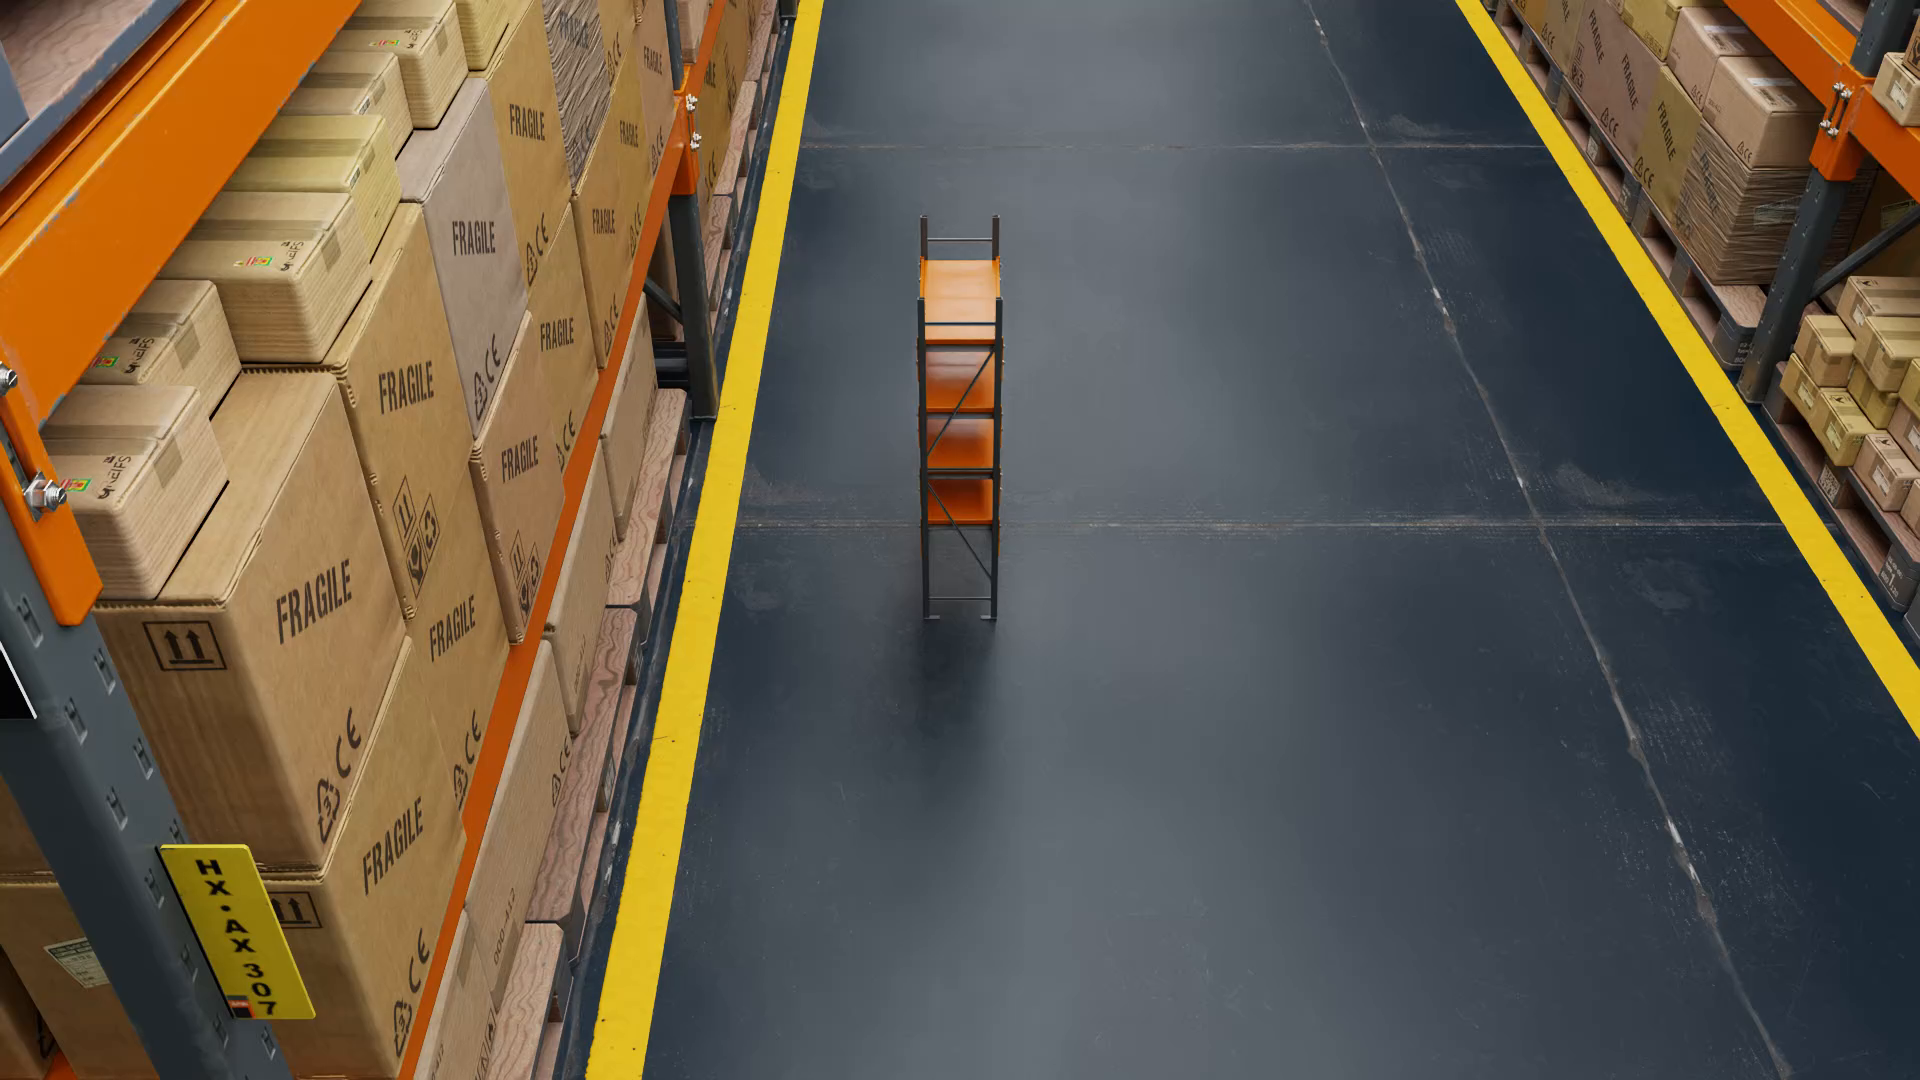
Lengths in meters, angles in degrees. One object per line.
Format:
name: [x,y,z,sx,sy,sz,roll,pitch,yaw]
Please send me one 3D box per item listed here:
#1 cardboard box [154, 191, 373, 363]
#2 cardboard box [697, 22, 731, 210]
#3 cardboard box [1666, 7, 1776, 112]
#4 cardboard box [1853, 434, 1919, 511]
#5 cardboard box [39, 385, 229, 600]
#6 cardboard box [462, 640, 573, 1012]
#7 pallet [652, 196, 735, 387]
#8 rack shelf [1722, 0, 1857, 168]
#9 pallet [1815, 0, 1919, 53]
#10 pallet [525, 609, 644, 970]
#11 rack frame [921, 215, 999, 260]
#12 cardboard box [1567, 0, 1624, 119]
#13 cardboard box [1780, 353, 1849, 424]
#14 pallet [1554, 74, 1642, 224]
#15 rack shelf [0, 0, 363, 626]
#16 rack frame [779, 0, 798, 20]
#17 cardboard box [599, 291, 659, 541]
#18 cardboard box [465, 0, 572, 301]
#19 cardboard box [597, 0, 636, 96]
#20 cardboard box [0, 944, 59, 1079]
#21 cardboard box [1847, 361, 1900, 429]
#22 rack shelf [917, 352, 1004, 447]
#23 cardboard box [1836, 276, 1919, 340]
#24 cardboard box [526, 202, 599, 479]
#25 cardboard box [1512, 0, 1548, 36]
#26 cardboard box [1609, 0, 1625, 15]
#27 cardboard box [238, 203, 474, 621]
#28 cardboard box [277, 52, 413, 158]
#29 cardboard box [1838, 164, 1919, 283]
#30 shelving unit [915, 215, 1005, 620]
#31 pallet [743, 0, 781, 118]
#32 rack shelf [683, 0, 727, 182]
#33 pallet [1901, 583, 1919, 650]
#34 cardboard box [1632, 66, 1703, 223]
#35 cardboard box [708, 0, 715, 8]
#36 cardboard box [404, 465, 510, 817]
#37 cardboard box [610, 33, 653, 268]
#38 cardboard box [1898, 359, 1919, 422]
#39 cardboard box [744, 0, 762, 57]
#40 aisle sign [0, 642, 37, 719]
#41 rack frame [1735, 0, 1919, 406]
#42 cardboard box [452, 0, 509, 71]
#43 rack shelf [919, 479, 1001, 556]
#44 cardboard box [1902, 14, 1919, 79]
cardboard box: [-1.100,-0.389,2.438,0.380,0.149,0.250,1,39,1]
cardboard box: [-1.514,-1.947,7.144,0.875,0.875,0.875,1,39,1]
cardboard box: [3.285,-1.994,6.903,0.500,0.250,0.500,2,39,2]
cardboard box: [3.258,-0.228,5.579,0.380,0.149,0.250,0,39,0]
cardboard box: [-1.143,-0.062,2.031,0.380,0.149,0.250,1,39,1]
cardboard box: [-1.530,0.693,4.199,0.875,0.438,0.875,1,39,1]
pallet: [-1.500,-1.054,6.896,1.003,0.211,1.213,0,39,0]
rack shelf: [3.524,-2.696,7.291,1.077,0.370,4.000,0,39,0]
pallet: [3.670,-2.129,6.162,1.003,0.211,1.213,0,39,0]
pallet: [-1.497,0.669,4.746,1.003,0.211,1.213,0,39,0]
rack frame: [0.000,-0.517,5.436,0.240,1.200,0.015,0,39,0]
cardboard box: [3.276,-2.338,7.932,0.500,0.500,0.500,-1,39,-1]
cardboard box: [3.205,-0.550,5.981,0.380,0.149,0.250,-2,39,-2]
pallet: [3.519,-1.890,7.939,1.003,0.211,1.213,0,39,0]
rack shelf: [-1.422,-1.298,3.148,1.077,0.370,4.000,0,39,0]
rack frame: [-1.429,-4.161,8.543,1.000,3.000,0.127,0,39,0]
cardboard box: [-1.531,-0.431,5.602,0.875,0.438,0.875,-1,39,-1]
cardboard box: [-1.153,-0.844,3.526,0.500,0.500,0.500,0,39,0]
cardboard box: [-1.155,-1.476,4.314,0.500,0.500,0.500,-1,39,-1]
cardboard box: [-1.685,0.502,2.645,0.500,0.500,0.500,0,39,0]
cardboard box: [3.296,-0.508,5.692,0.380,0.149,0.250,0,39,0]
rack shelf: [0.000,-0.487,5.148,0.258,0.148,0.480,0,39,0]
cardboard box: [3.319,-0.794,5.810,0.380,0.149,0.250,1,39,2]
cardboard box: [-1.161,-0.445,3.827,0.500,0.500,0.500,1,39,1]
cardboard box: [3.267,-2.973,8.725,0.500,0.500,0.500,-2,39,-2]
cardboard box: [3.268,-2.651,7.722,0.500,0.250,0.500,0,39,0]
cardboard box: [-1.143,-0.211,2.735,0.500,0.500,0.500,-1,39,-1]
cardboard box: [-1.172,-0.718,2.849,0.380,0.149,0.250,0,39,0]
cardboard box: [3.790,-1.377,6.732,0.500,0.500,0.500,1,39,2]
shelving unit: [0.000,-0.365,5.246,0.258,1.200,0.503,0,39,0]
pallet: [-1.503,-2.579,8.800,1.003,0.211,1.213,0,39,0]
rack shelf: [-1.426,-2.629,7.208,1.077,0.370,4.000,0,39,0]
pallet: [3.566,0.547,4.899,1.003,0.211,1.213,0,39,0]
cardboard box: [3.273,-1.698,7.133,0.500,0.500,0.500,-1,39,-1]
cardboard box: [-1.163,-2.200,6.216,0.500,0.250,0.500,-1,39,-1]
cardboard box: [-1.161,0.186,3.039,0.500,0.500,0.500,-1,39,-1]
cardboard box: [-1.162,-1.087,4.627,0.500,0.500,0.500,-1,39,-1]
cardboard box: [3.310,-0.464,5.398,0.380,0.149,0.250,-1,39,-1]
cardboard box: [-1.511,-3.063,8.537,0.875,0.875,0.875,0,39,0]
aisle sign: [-1.129,-0.128,1.432,0.394,0.787,0.004,0,39,0]
rack frame: [3.526,-1.726,5.505,1.000,3.000,0.127,0,39,0]
cardboard box: [-1.103,-1.032,3.241,0.380,0.149,0.250,-1,39,-1]
rack shelf: [0.000,-0.157,5.412,0.258,0.148,0.480,0,39,0]
cardboard box: [3.274,-1.571,4.994,0.500,0.500,0.500,-1,39,-1]
